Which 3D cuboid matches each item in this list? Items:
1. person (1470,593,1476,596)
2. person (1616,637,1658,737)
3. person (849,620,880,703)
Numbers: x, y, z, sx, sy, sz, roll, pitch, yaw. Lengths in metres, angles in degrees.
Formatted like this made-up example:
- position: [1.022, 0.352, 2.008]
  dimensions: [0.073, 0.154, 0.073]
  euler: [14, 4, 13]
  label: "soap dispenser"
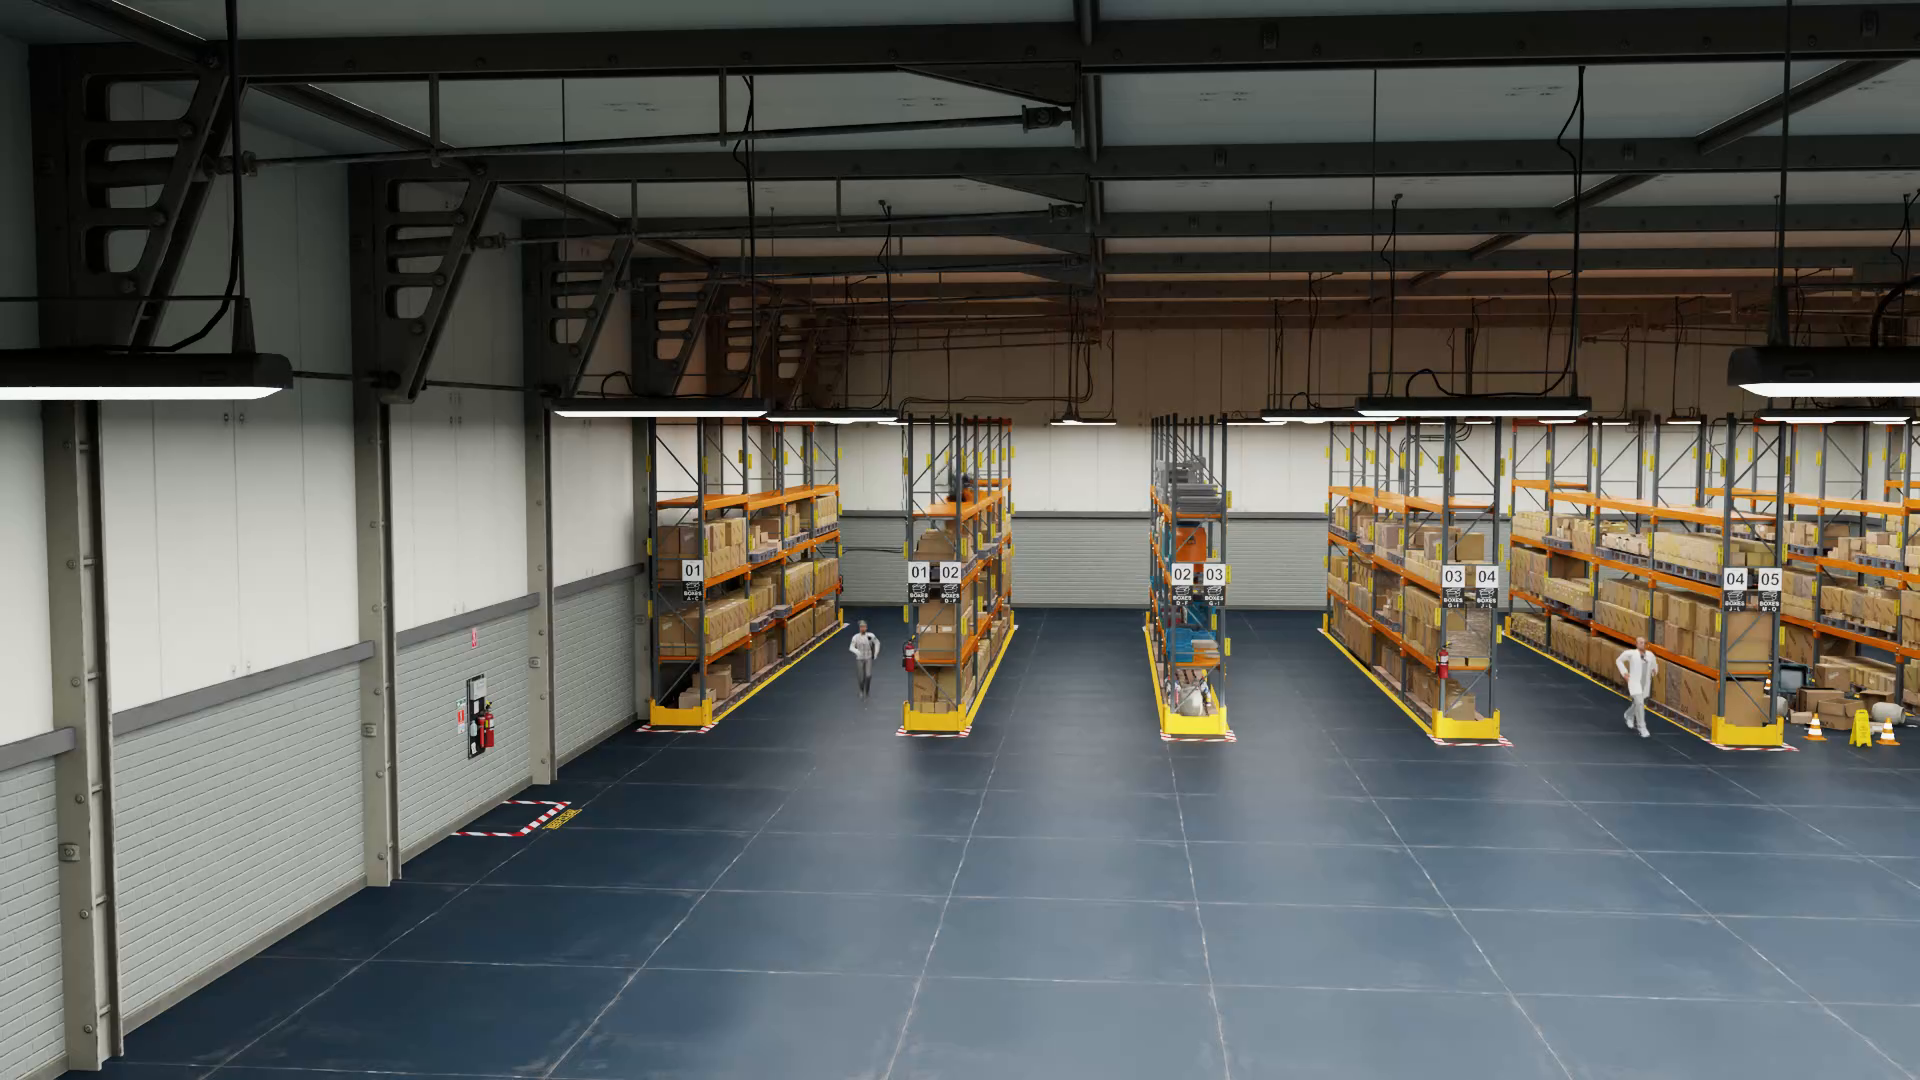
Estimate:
- position: [13.899, 1.801, 45.425]
  dimensions: [0.673, 1.741, 0.608]
  euler: [1, 4, 16]
  label: "person"
- position: [12.746, 2.720, 31.226]
  dimensions: [0.707, 1.808, 1.001]
  euler: [-1, 4, -9]
  label: "person"
- position: [-1.993, 2.525, 34.683]
  dimensions: [0.616, 1.708, 0.683]
  euler: [0, 4, 1]
  label: "person"
